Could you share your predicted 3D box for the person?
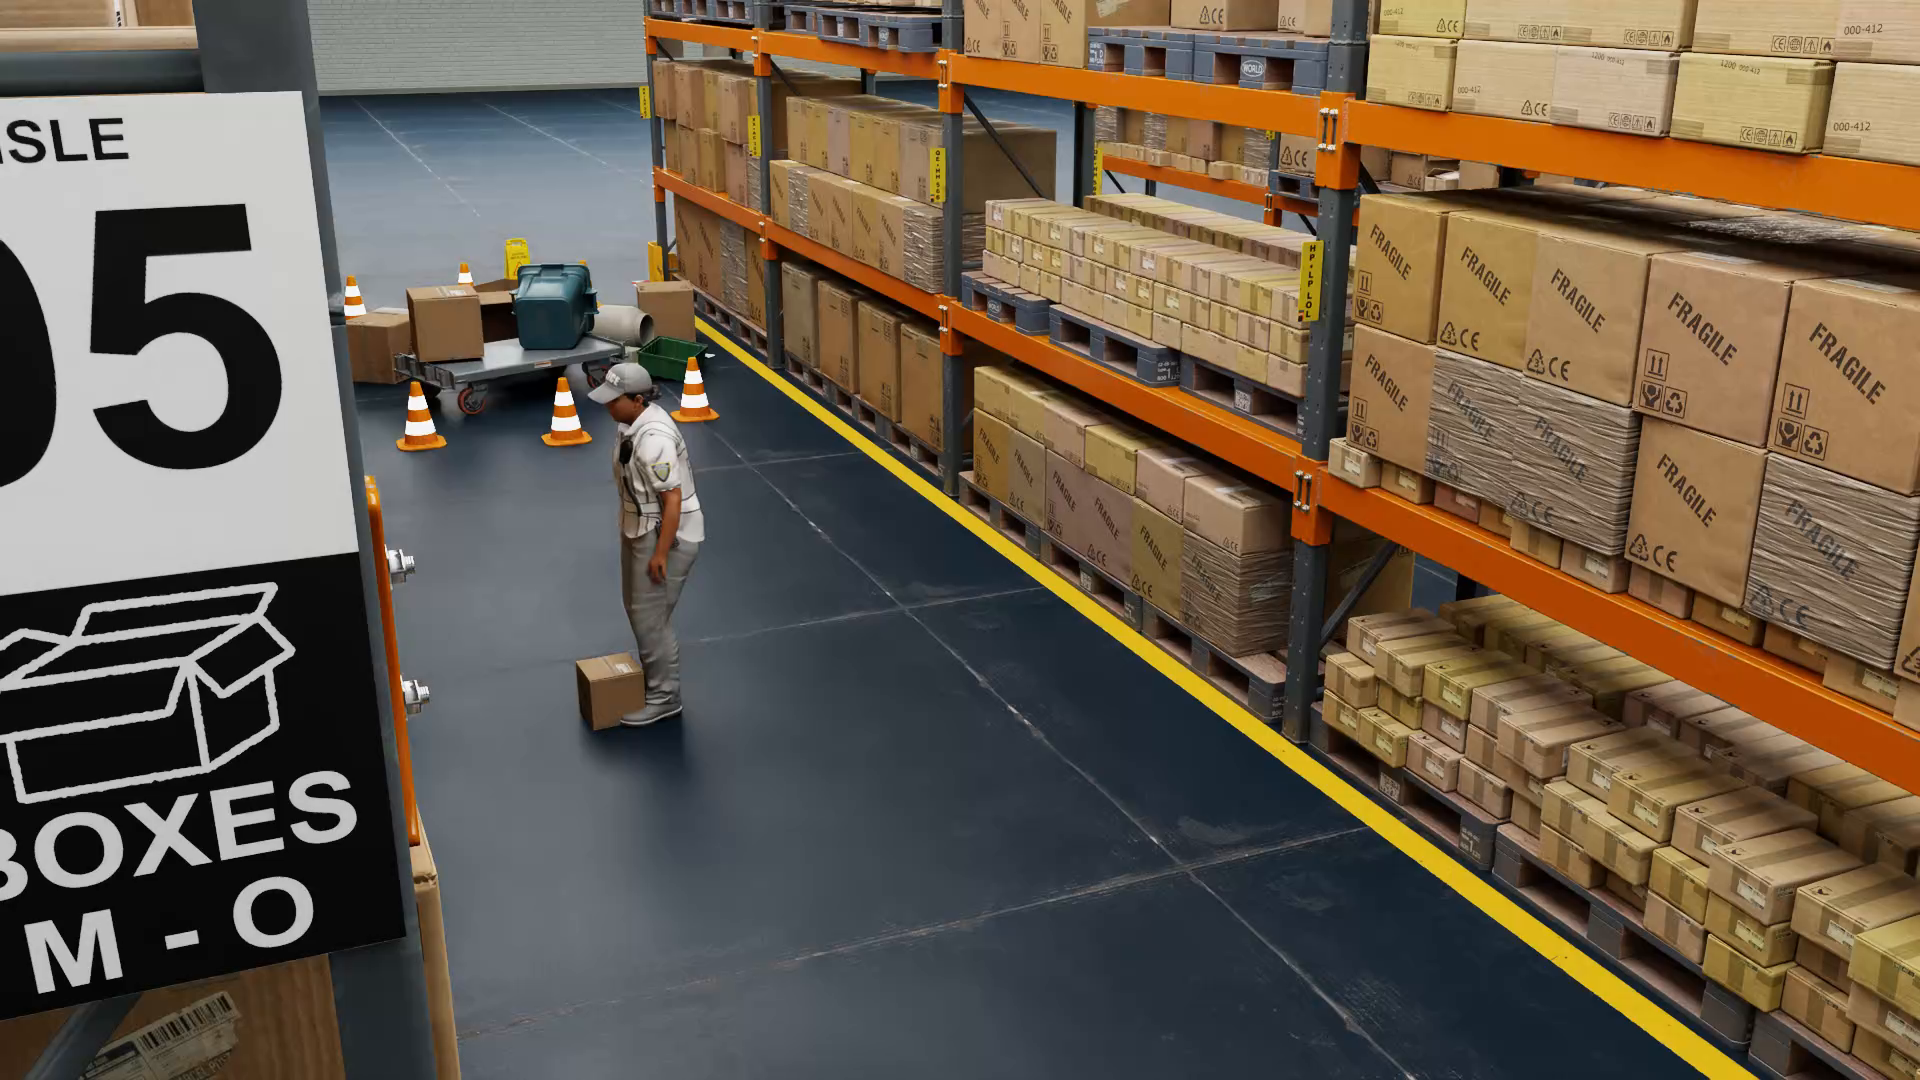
[{"bbox_3d":[-1.418,-0.001,7.555,0.463,1.667,0.563,-9,21,-25],"label":"person"}]
